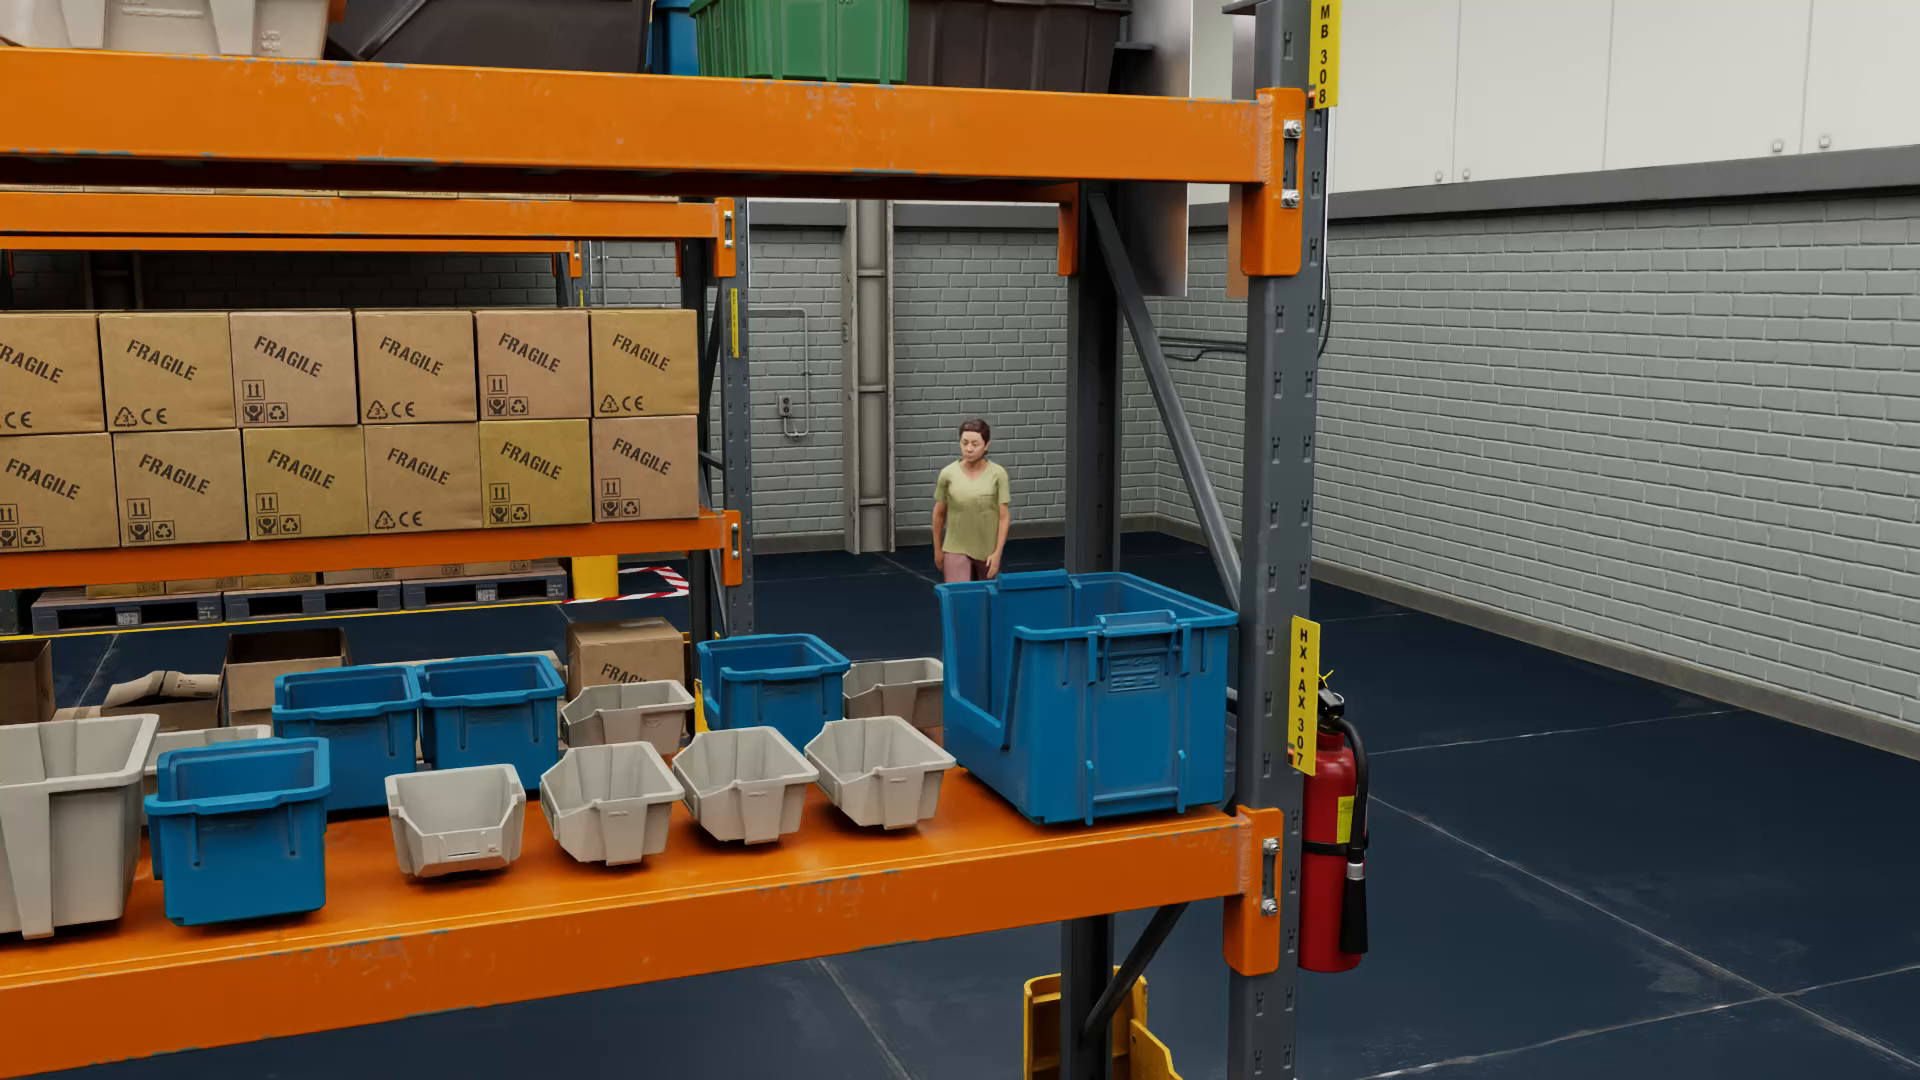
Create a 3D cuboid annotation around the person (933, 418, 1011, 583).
[{"bbox_3d":[0.075,0.078,9.884,0.461,1.610,1.066,-1,9,-4],"label":"person"}]
